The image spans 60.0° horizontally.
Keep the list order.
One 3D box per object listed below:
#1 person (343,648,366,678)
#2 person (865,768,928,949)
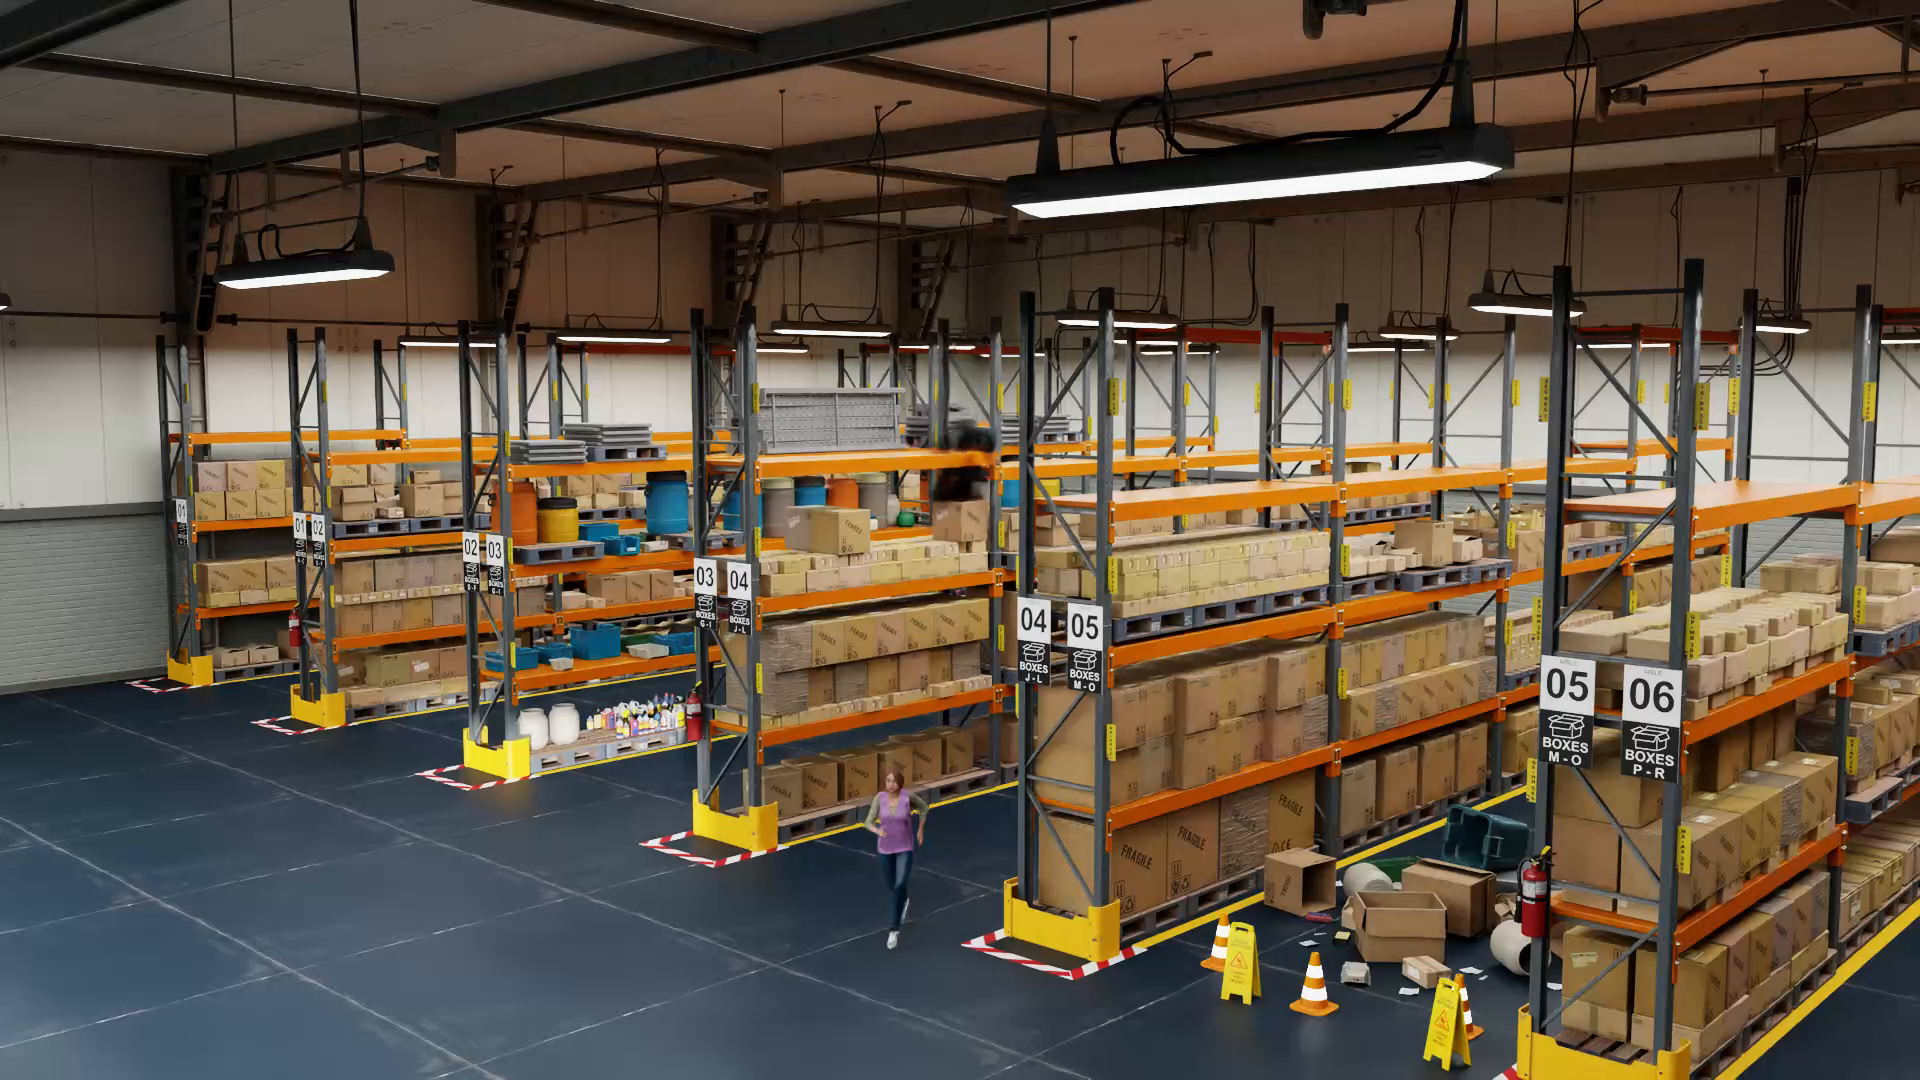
[{"bbox_3d":[-10.198,1.677,27.665,0.610,1.805,0.889,4,7,40],"label":"person"},{"bbox_3d":[-0.594,2.928,15.555,0.562,1.655,0.789,1,5,7],"label":"person"}]
